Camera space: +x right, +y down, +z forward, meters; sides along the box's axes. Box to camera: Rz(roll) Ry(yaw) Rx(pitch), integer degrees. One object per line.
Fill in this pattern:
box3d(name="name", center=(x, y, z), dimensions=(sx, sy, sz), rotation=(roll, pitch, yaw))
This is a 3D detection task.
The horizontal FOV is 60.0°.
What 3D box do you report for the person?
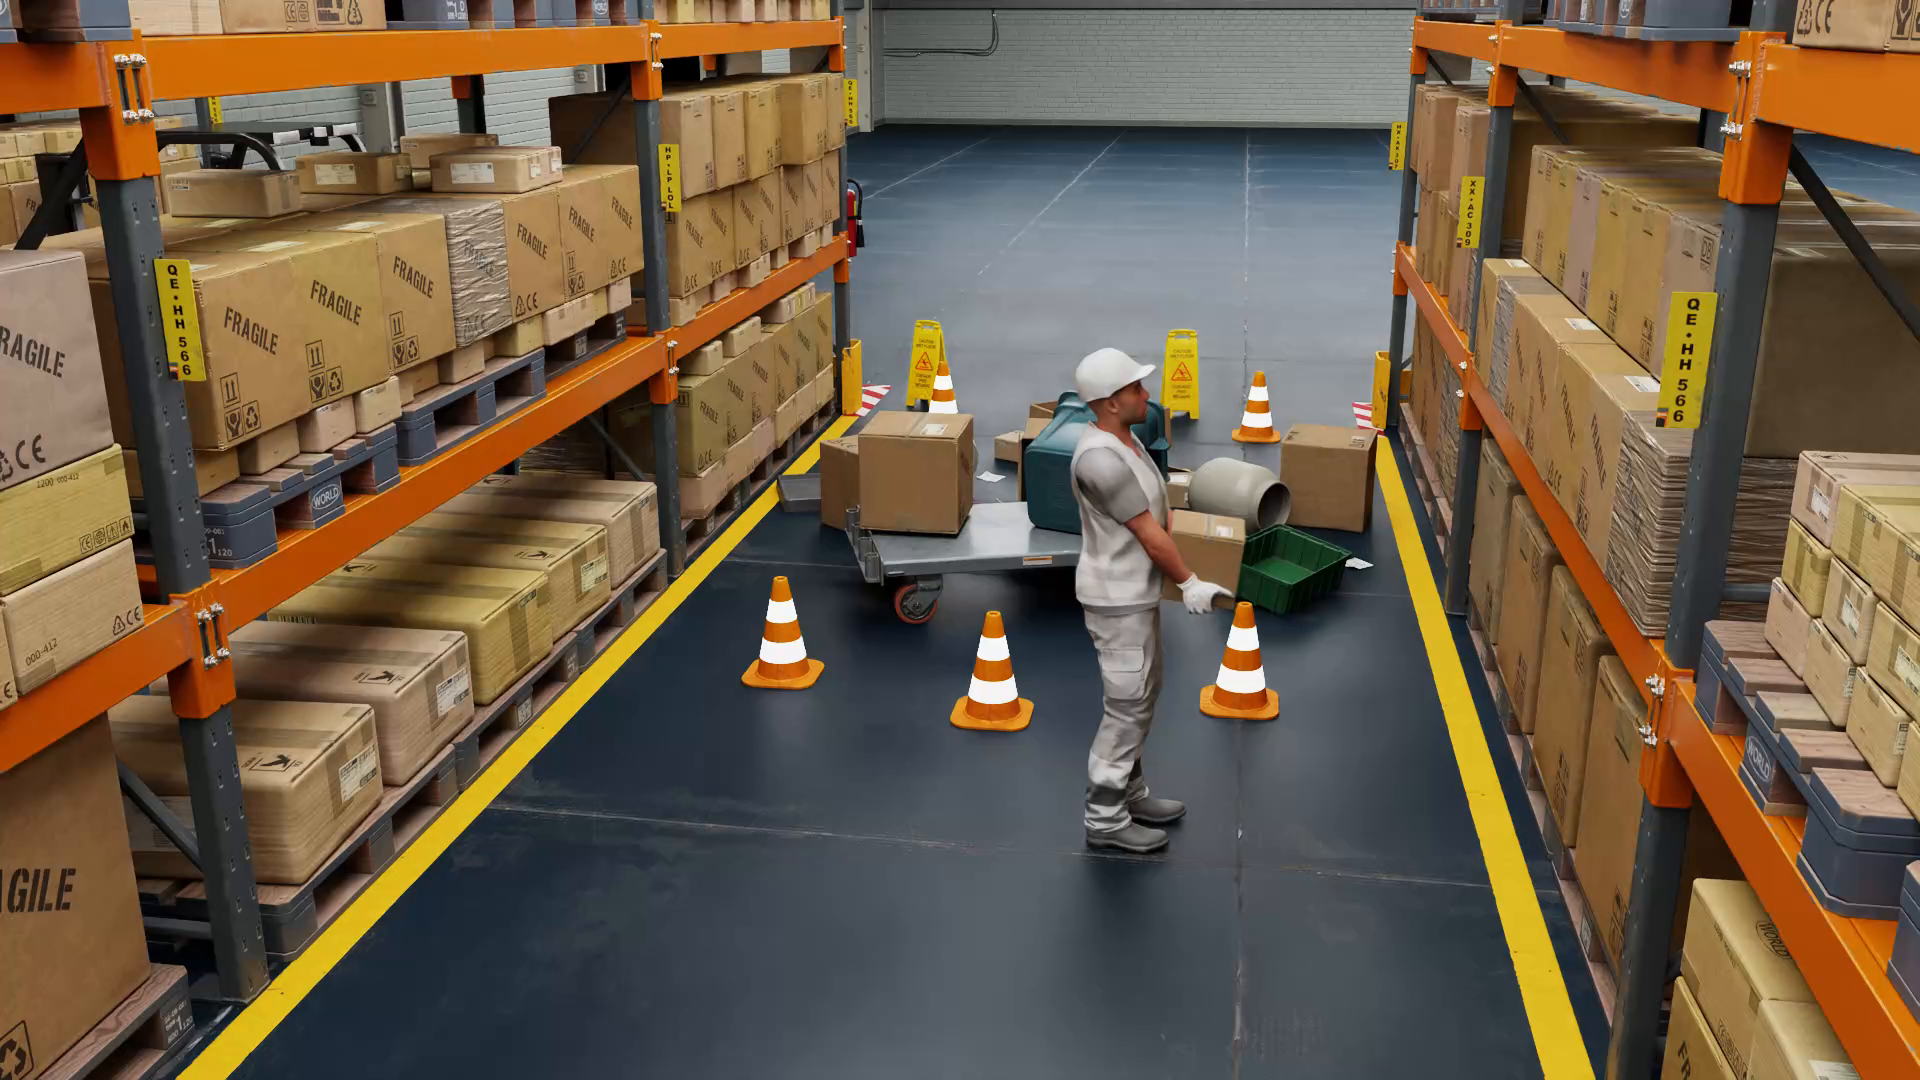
box3d(name="person", center=(0.673, 0.214, 5.855), dimensions=(0.573, 1.782, 0.494), rotation=(3, 18, 9))
